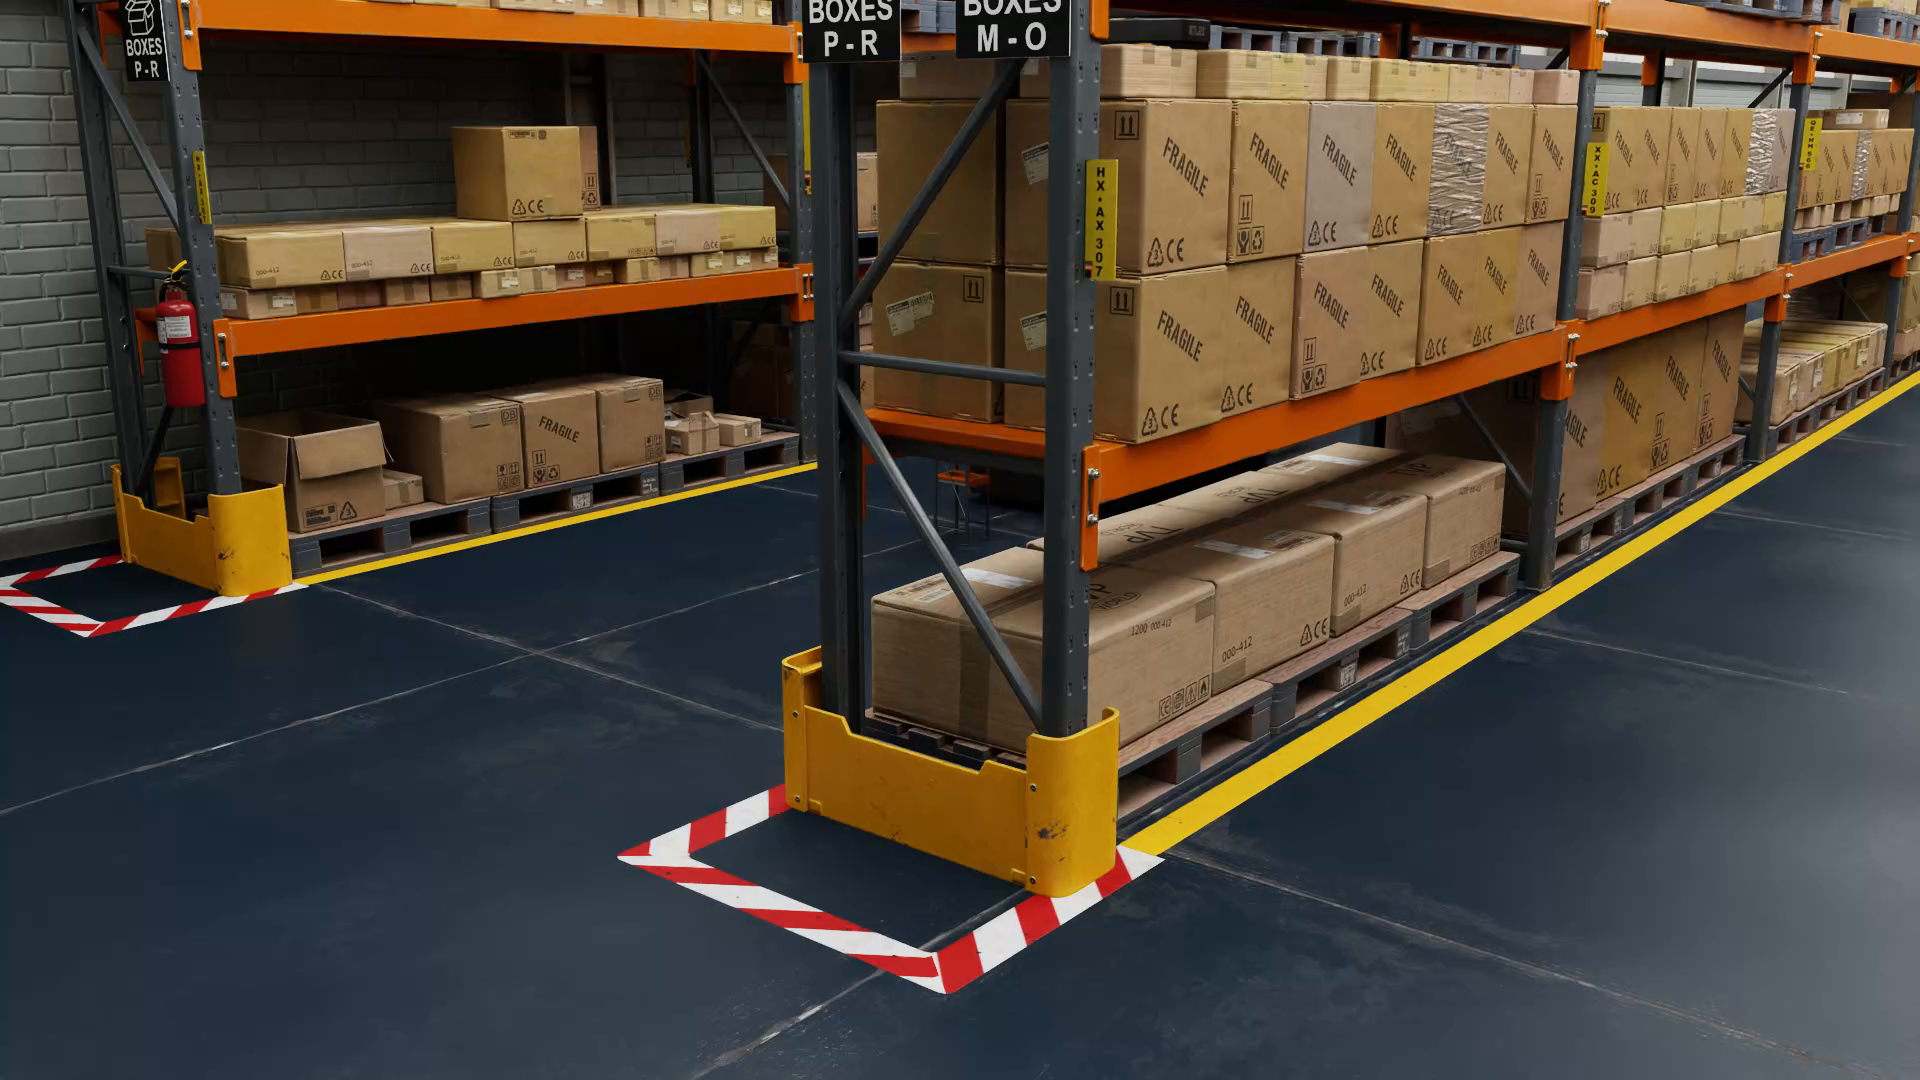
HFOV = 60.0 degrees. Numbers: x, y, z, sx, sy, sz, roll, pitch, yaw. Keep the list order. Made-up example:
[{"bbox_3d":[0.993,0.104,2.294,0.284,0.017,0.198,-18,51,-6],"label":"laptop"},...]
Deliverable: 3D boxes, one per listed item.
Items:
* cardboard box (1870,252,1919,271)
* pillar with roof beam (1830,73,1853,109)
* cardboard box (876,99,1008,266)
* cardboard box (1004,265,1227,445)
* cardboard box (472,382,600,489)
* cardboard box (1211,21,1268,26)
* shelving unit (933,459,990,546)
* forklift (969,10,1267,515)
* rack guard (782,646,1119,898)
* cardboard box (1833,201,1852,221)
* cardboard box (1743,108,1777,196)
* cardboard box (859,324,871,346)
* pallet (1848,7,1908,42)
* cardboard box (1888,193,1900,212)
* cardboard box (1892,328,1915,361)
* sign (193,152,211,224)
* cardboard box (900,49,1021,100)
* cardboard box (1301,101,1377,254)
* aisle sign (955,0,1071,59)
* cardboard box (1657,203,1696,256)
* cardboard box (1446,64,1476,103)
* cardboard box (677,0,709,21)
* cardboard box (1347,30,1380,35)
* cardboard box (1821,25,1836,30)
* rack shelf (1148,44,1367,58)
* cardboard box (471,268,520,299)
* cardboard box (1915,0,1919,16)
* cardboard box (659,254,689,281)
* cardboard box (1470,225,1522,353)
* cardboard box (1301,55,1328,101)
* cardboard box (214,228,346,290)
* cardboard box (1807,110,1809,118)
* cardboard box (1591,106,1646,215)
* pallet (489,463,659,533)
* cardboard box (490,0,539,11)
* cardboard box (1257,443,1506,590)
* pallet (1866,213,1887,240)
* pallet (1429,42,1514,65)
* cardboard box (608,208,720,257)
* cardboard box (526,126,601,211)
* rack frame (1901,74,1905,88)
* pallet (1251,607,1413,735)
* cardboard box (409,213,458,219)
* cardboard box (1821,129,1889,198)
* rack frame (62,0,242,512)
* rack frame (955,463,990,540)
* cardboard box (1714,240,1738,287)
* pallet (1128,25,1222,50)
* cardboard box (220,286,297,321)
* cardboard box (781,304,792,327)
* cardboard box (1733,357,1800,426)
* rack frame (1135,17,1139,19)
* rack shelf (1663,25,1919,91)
[{"bbox_3d":[8.209,-2.445,14.545,0.380,0.149,0.250,12,18,38],"label":"cardboard box"},{"bbox_3d":[23.448,-11.187,34.884,9.100,9.000,0.400,11,18,38],"label":"pillar with roof beam"},{"bbox_3d":[0.079,-1.174,5.419,0.500,0.500,0.500,12,19,39],"label":"cardboard box"},{"bbox_3d":[0.486,-0.608,5.221,0.500,0.500,0.500,11,18,37],"label":"cardboard box"},{"bbox_3d":[-2.466,-0.617,9.685,0.500,0.500,0.500,12,18,39],"label":"cardboard box"},{"bbox_3d":[2.411,-4.862,14.817,0.500,0.500,0.500,12,18,39],"label":"cardboard box"},{"bbox_3d":[0.009,-0.584,8.986,0.258,1.200,0.189,11,18,38],"label":"shelving unit"},{"bbox_3d":[1.337,-1.865,10.510,1.130,2.935,3.031,11,18,37],"label":"forklift"},{"bbox_3d":[-0.054,0.704,5.336,1.175,0.500,0.348,11,18,38],"label":"rack guard"},{"bbox_3d":[6.392,-2.461,12.377,0.380,0.149,0.250,12,19,39],"label":"cardboard box"},{"bbox_3d":[4.552,-2.338,10.000,0.500,0.500,0.500,12,18,39],"label":"cardboard box"},{"bbox_3d":[-0.841,-1.444,11.623,0.380,0.149,0.250,11,18,36],"label":"cardboard box"},{"bbox_3d":[6.383,-3.872,12.562,1.213,0.211,1.003,11,18,38],"label":"pallet"},{"bbox_3d":[7.395,-2.751,13.515,0.380,0.149,0.250,12,18,38],"label":"cardboard box"},{"bbox_3d":[8.084,-1.752,14.659,0.500,0.250,0.500,10,17,35],"label":"cardboard box"},{"bbox_3d":[-3.480,-1.615,7.630,0.100,0.325,0.005,11,18,38],"label":"sign"},{"bbox_3d":[0.031,-1.459,5.223,0.380,0.149,0.250,12,18,38],"label":"cardboard box"},{"bbox_3d":[1.121,-1.293,5.885,0.500,0.500,0.500,11,18,37],"label":"cardboard box"},{"bbox_3d":[0.142,-1.713,4.495,0.394,0.787,0.004,11,18,38],"label":"aisle sign"},{"bbox_3d":[3.615,-1.685,8.953,0.500,0.250,0.500,12,18,38],"label":"cardboard box"},{"bbox_3d":[1.840,-1.832,6.693,0.380,0.149,0.250,11,18,37],"label":"cardboard box"},{"bbox_3d":[-1.716,-3.166,9.913,0.380,0.149,0.250,12,19,39],"label":"cardboard box"},{"bbox_3d":[4.159,-5.200,16.864,0.380,0.149,0.250,12,18,39],"label":"cardboard box"},{"bbox_3d":[5.593,-3.726,11.404,0.700,0.500,0.500,11,18,38],"label":"cardboard box"},{"bbox_3d":[2.383,-4.300,15.325,1.077,0.370,4.000,11,18,38],"label":"rack shelf"},{"bbox_3d":[-2.633,-1.417,9.119,0.380,0.149,0.250,11,18,36],"label":"cardboard box"},{"bbox_3d":[7.993,-4.377,13.870,0.500,0.250,0.500,11,18,36],"label":"cardboard box"},{"bbox_3d":[-1.869,-1.671,10.118,0.380,0.149,0.250,12,18,39],"label":"cardboard box"},{"bbox_3d":[2.064,-1.099,7.152,0.500,0.500,0.500,11,18,36],"label":"cardboard box"},{"bbox_3d":[1.037,-1.589,5.736,0.380,0.149,0.250,11,18,38],"label":"cardboard box"},{"bbox_3d":[-3.407,-1.396,8.227,0.500,0.250,0.500,11,18,38],"label":"cardboard box"},{"bbox_3d":[6.330,-3.261,12.891,0.380,0.149,0.250,13,19,41],"label":"cardboard box"},{"bbox_3d":[2.975,-1.851,8.083,0.500,0.500,0.500,12,18,38],"label":"cardboard box"},{"bbox_3d":[-2.587,-0.328,9.985,1.003,0.211,1.213,11,18,38],"label":"pallet"},{"bbox_3d":[-2.482,-2.915,8.924,0.380,0.149,0.250,11,18,38],"label":"cardboard box"},{"bbox_3d":[1.997,-0.136,7.917,0.875,0.438,0.875,11,18,37],"label":"cardboard box"},{"bbox_3d":[6.910,-2.593,13.628,1.003,0.211,1.213,11,18,38],"label":"pallet"},{"bbox_3d":[5.690,-5.623,19.253,1.003,0.211,1.213,11,18,38],"label":"pallet"},{"bbox_3d":[-1.821,-1.883,10.145,0.500,0.250,0.500,11,18,38],"label":"cardboard box"},{"bbox_3d":[-2.531,-2.236,10.011,0.500,0.500,0.500,11,18,36],"label":"cardboard box"},{"bbox_3d":[10.017,-3.576,17.108,1.000,3.000,0.127,11,18,38],"label":"rack frame"},{"bbox_3d":[1.170,0.442,6.955,1.003,0.211,1.213,11,18,38],"label":"pallet"},{"bbox_3d":[-2.850,-1.773,9.710,0.500,0.250,0.500,11,18,37],"label":"cardboard box"},{"bbox_3d":[6.752,-2.889,12.744,0.500,0.500,0.500,12,19,39],"label":"cardboard box"},{"bbox_3d":[-3.902,-1.279,8.067,1.000,3.000,0.127,11,18,38],"label":"rack frame"},{"bbox_3d":[0.067,-0.602,9.055,0.240,1.200,0.006,11,18,38],"label":"rack frame"},{"bbox_3d":[4.236,-1.640,9.791,0.500,0.250,0.500,11,18,37],"label":"cardboard box"},{"bbox_3d":[1.483,-4.317,14.318,1.213,0.211,1.003,12,19,40],"label":"pallet"},{"bbox_3d":[-3.482,-1.178,8.178,0.380,0.149,0.250,11,18,37],"label":"cardboard box"},{"bbox_3d":[-1.003,-1.533,11.367,0.380,0.149,0.250,11,18,37],"label":"cardboard box"},{"bbox_3d":[5.352,-1.081,11.768,0.950,0.372,0.625,10,17,34],"label":"cardboard box"},{"bbox_3d":[1.126,-5.719,13.359,1.000,3.000,0.127,11,18,38],"label":"rack frame"},{"bbox_3d":[6.246,-3.532,12.304,1.077,0.370,4.000,11,18,38],"label":"rack shelf"}]
